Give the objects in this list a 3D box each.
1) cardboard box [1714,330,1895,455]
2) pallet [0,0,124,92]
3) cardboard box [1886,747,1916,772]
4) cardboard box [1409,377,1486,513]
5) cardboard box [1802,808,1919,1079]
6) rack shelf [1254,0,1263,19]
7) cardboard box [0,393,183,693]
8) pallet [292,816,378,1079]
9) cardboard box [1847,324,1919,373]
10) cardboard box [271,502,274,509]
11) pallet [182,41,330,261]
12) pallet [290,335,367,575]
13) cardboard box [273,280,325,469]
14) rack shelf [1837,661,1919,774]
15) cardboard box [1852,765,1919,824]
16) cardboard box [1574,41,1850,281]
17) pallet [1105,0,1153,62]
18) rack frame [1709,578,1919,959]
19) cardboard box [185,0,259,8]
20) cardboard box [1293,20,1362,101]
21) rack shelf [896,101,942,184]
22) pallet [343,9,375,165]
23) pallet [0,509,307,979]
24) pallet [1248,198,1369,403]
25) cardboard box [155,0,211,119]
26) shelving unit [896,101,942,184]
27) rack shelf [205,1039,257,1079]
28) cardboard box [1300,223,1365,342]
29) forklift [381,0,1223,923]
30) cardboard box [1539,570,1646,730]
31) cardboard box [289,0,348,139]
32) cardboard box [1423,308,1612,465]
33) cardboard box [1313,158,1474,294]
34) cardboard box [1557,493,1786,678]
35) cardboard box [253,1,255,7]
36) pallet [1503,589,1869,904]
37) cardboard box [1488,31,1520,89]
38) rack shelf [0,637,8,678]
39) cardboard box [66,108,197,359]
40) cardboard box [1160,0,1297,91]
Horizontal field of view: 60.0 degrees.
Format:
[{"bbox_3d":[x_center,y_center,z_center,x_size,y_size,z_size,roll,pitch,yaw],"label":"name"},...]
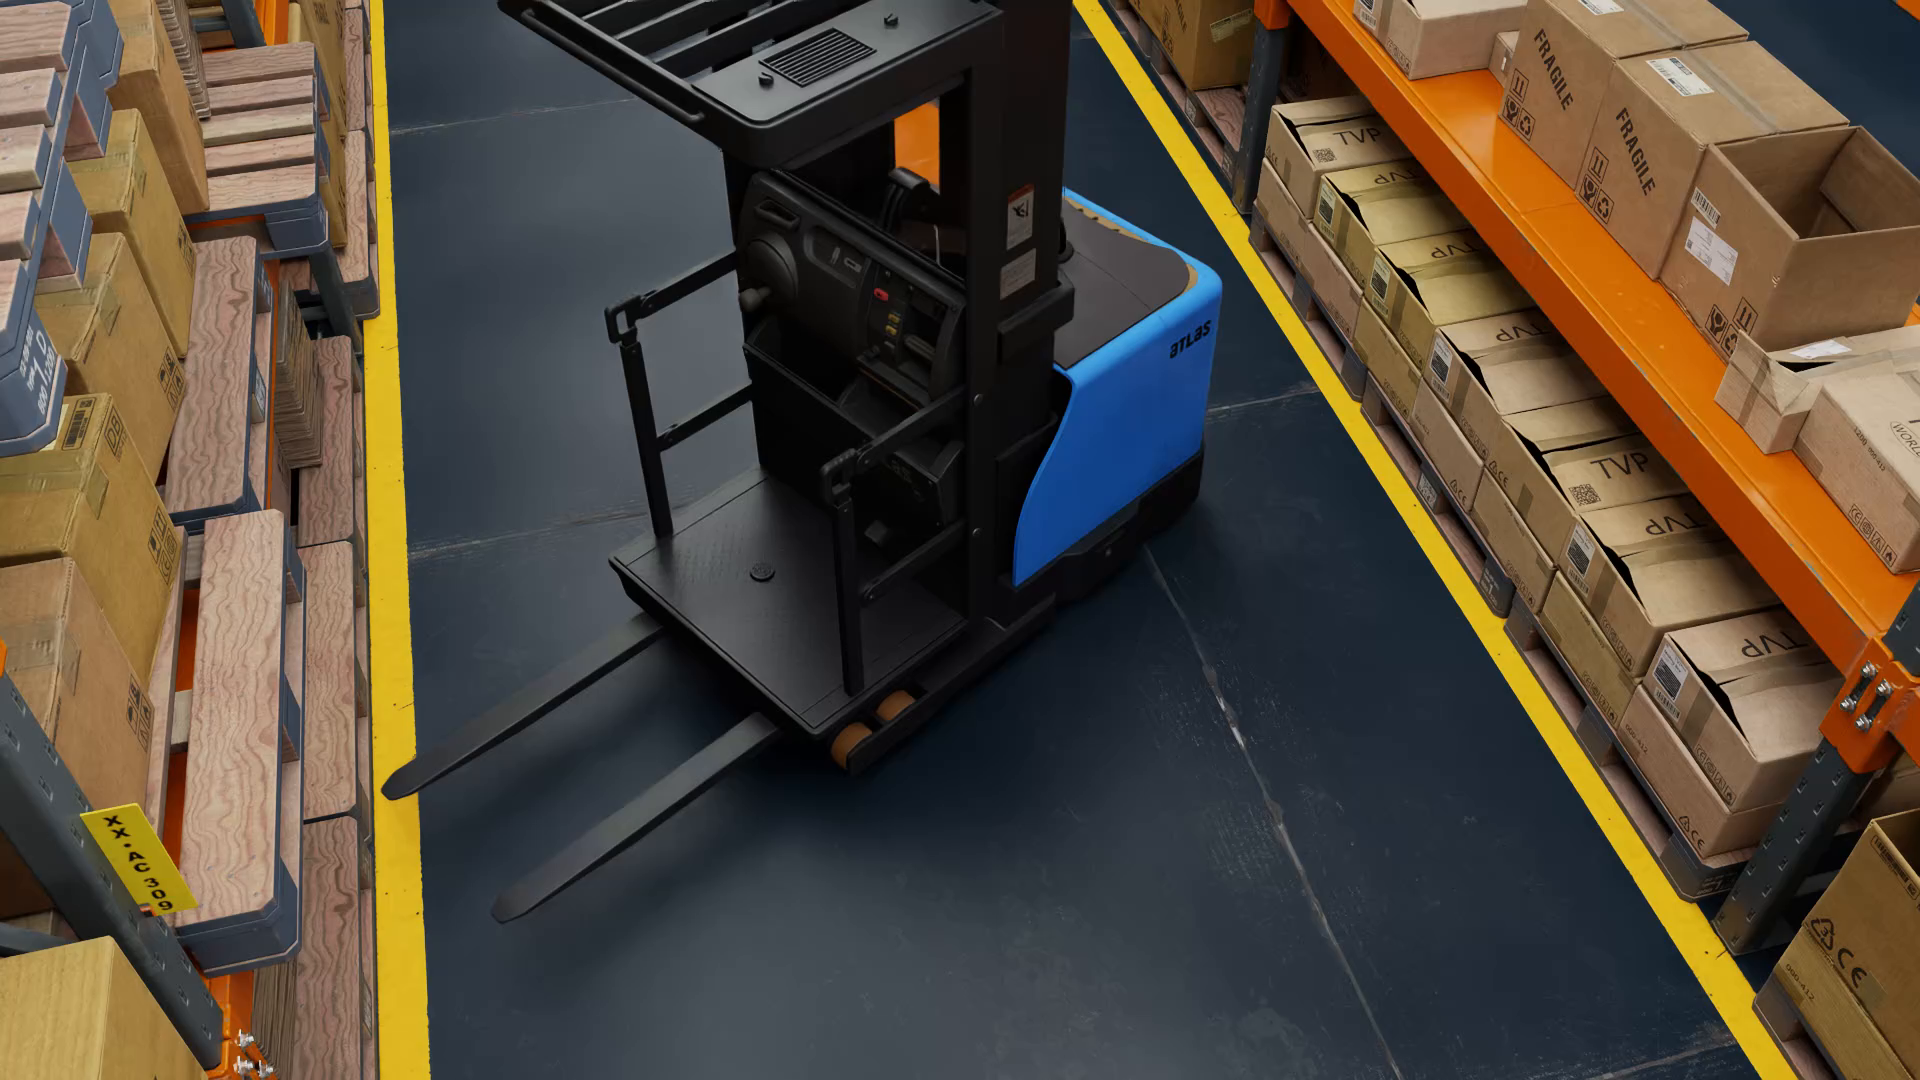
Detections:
[{"bbox_3d":[2.394,-0.449,4.684,0.396,0.266,0.258,-12,47,-11],"label":"cardboard box"},{"bbox_3d":[-2.315,-1.160,3.318,1.213,0.211,1.003,-11,47,-10],"label":"pallet"},{"bbox_3d":[2.932,0.366,5.030,0.500,0.311,0.500,-11,47,-10],"label":"cardboard box"},{"bbox_3d":[2.022,-0.395,6.168,0.500,0.250,0.500,-10,46,-10],"label":"cardboard box"},{"bbox_3d":[2.613,1.008,4.268,0.500,0.500,0.500,-11,47,-10],"label":"cardboard box"},{"bbox_3d":[1.260,-3.813,8.391,1.077,0.370,4.000,-11,47,-10],"label":"rack shelf"},{"bbox_3d":[-2.225,0.052,3.721,0.700,0.500,0.500,-6,46,-6],"label":"cardboard box"},{"bbox_3d":[-2.192,1.424,4.706,1.003,0.211,1.213,-11,47,-10],"label":"pallet"},{"bbox_3d":[2.767,-0.484,4.800,0.380,0.149,0.250,-11,47,-10],"label":"cardboard box"},{"bbox_3d":[-2.606,0.147,5.448,0.700,0.500,0.500,-11,47,-11],"label":"cardboard box"},{"bbox_3d":[-2.730,-1.236,5.496,1.213,0.211,1.003,-11,47,-10],"label":"pallet"},{"bbox_3d":[-2.817,-0.260,6.357,1.003,0.211,1.213,-11,47,-10],"label":"pallet"},{"bbox_3d":[-2.780,-0.568,6.148,0.700,0.500,0.500,-10,46,-10],"label":"cardboard box"},{"bbox_3d":[3.309,1.710,2.978,1.077,0.370,4.000,-11,47,-10],"label":"rack shelf"},{"bbox_3d":[2.933,0.569,5.223,0.500,0.250,0.500,-12,47,-11],"label":"cardboard box"},{"bbox_3d":[2.353,-1.200,5.256,0.500,0.500,0.500,-11,47,-10],"label":"cardboard box"},{"bbox_3d":[1.309,-3.071,9.112,1.003,0.211,1.213,-11,47,-10],"label":"pallet"},{"bbox_3d":[2.797,0.077,4.074,1.000,3.000,0.127,-11,47,-10],"label":"rack frame"},{"bbox_3d":[-2.892,-2.304,6.116,0.500,0.500,0.500,-9,46,-9],"label":"cardboard box"},{"bbox_3d":[1.932,-2.330,7.875,0.500,0.500,0.500,-9,46,-9],"label":"cardboard box"},{"bbox_3d":[-0.125,-1.513,6.934,0.538,0.185,1.000,-25,51,-22],"label":"rack shelf"},{"bbox_3d":[-3.453,-2.199,8.257,1.003,0.211,1.213,-11,47,-10],"label":"pallet"},{"bbox_3d":[-2.046,0.498,3.796,1.003,0.211,1.213,-11,47,-10],"label":"pallet"},{"bbox_3d":[1.946,-1.133,7.212,1.003,0.211,1.213,-11,47,-10],"label":"pallet"},{"bbox_3d":[-2.885,-1.642,5.381,0.700,0.500,0.500,-16,48,-15],"label":"cardboard box"},{"bbox_3d":[-0.130,-1.644,6.811,0.587,1.500,1.083,-25,51,-22],"label":"shelving unit"},{"bbox_3d":[-1.479,2.618,2.088,1.077,0.370,4.000,-11,47,-10],"label":"rack shelf"},{"bbox_3d":[1.752,-1.107,6.866,0.500,0.250,0.500,-12,47,-11],"label":"cardboard box"},{"bbox_3d":[-0.493,-0.681,4.865,3.031,2.935,1.130,-35,55,-29],"label":"forklift"},{"bbox_3d":[2.282,0.310,5.477,0.500,0.250,0.500,-11,47,-11],"label":"cardboard box"},{"bbox_3d":[-3.295,-2.308,7.623,0.750,0.750,0.750,-11,47,-11],"label":"cardboard box"},{"bbox_3d":[2.026,-0.581,5.958,0.500,0.311,0.500,-11,47,-11],"label":"cardboard box"},{"bbox_3d":[1.765,-1.289,6.651,0.500,0.311,0.500,-12,47,-11],"label":"cardboard box"},{"bbox_3d":[2.276,0.111,5.279,0.500,0.311,0.500,-10,46,-9],"label":"cardboard box"},{"bbox_3d":[-2.932,-2.140,6.409,0.380,0.149,0.250,-10,46,-10],"label":"cardboard box"},{"bbox_3d":[2.570,0.552,5.561,1.003,0.211,1.213,-11,47,-10],"label":"pallet"},{"bbox_3d":[2.153,-1.726,6.017,0.380,0.149,0.250,-8,46,-7],"label":"cardboard box"},{"bbox_3d":[-2.503,-1.193,3.723,1.077,0.370,4.000,-11,47,-10],"label":"rack shelf"},{"bbox_3d":[-2.545,-0.786,4.542,0.700,0.500,0.500,-11,47,-10],"label":"cardboard box"},{"bbox_3d":[1.306,-2.566,8.107,0.500,0.500,0.500,-9,46,-9],"label":"cardboard box"}]
